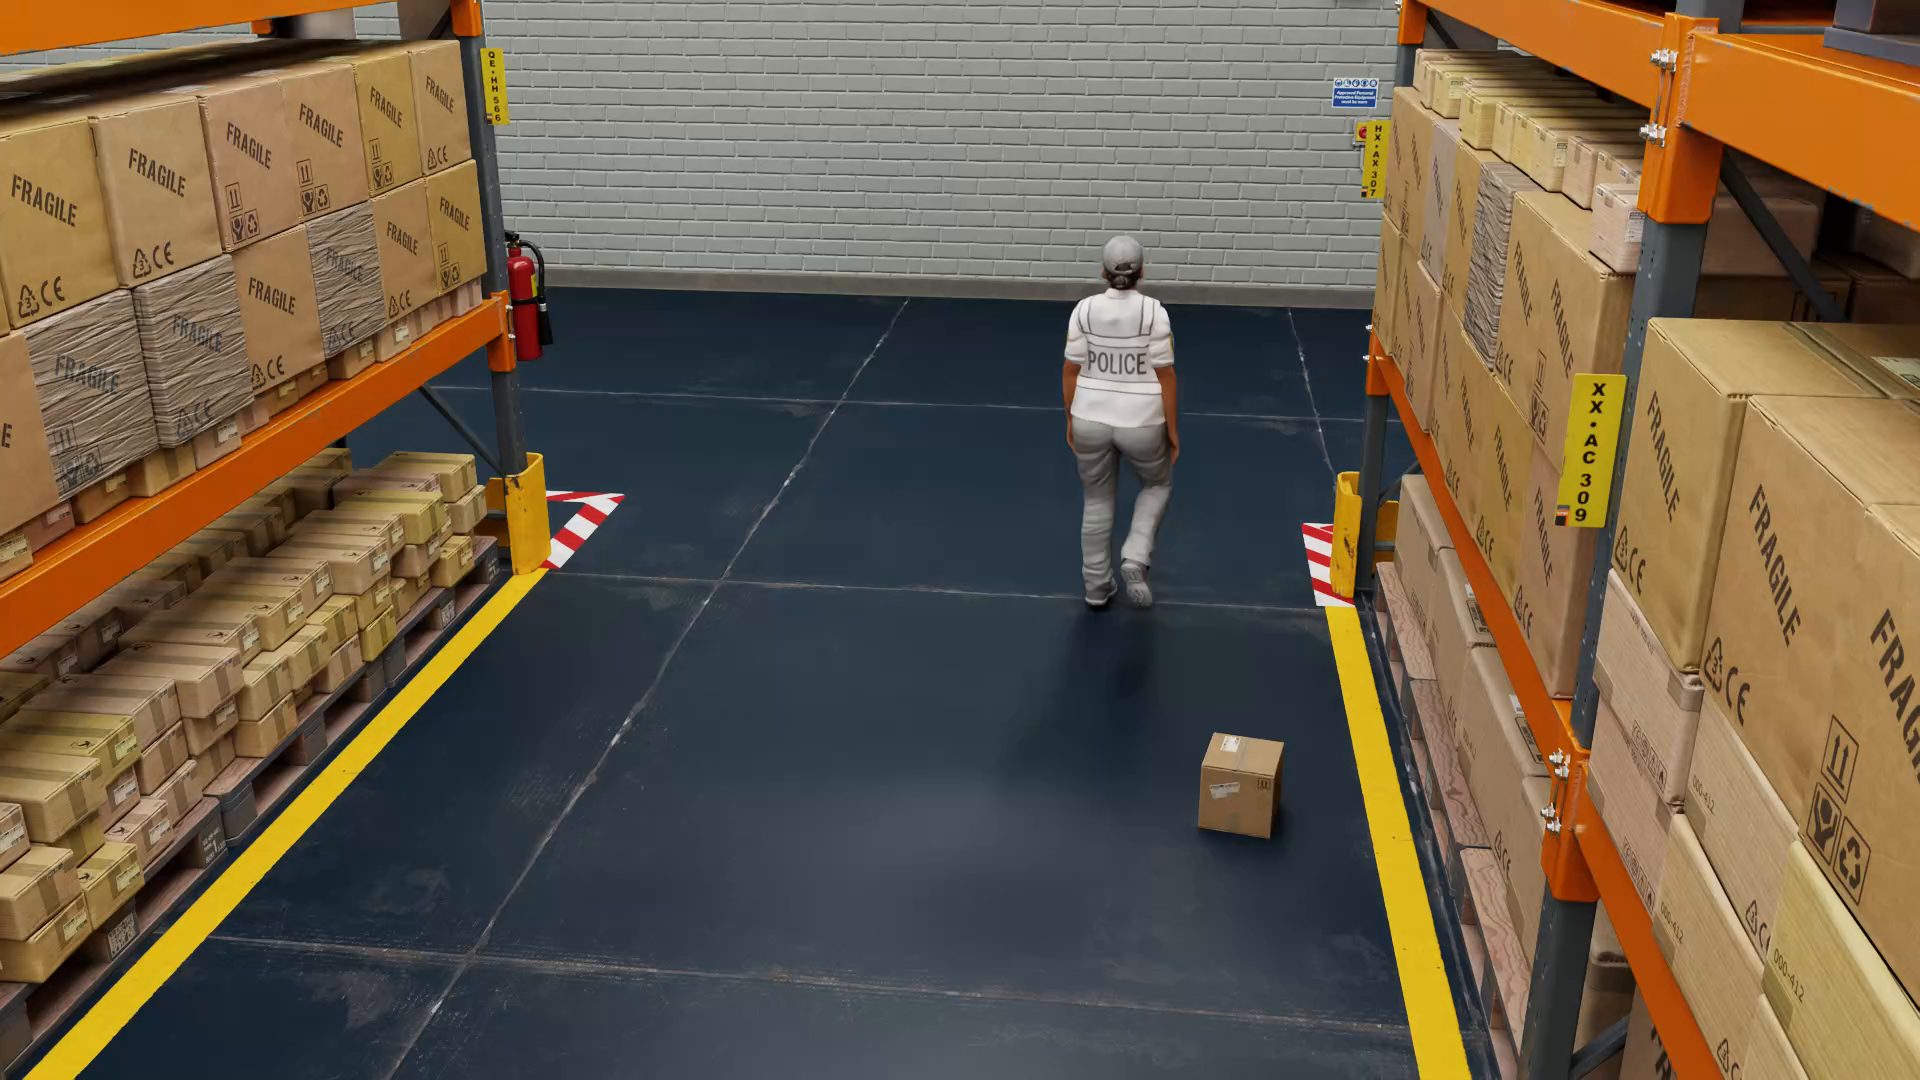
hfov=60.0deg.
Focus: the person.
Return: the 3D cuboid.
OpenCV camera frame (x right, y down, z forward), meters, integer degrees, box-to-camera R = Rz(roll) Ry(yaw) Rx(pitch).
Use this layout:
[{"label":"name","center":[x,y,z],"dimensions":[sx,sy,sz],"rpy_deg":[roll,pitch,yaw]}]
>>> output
[{"label":"person","center":[0.716,-0.512,7.334],"dimensions":[0.535,1.665,0.453],"rpy_deg":[6,22,15]}]
